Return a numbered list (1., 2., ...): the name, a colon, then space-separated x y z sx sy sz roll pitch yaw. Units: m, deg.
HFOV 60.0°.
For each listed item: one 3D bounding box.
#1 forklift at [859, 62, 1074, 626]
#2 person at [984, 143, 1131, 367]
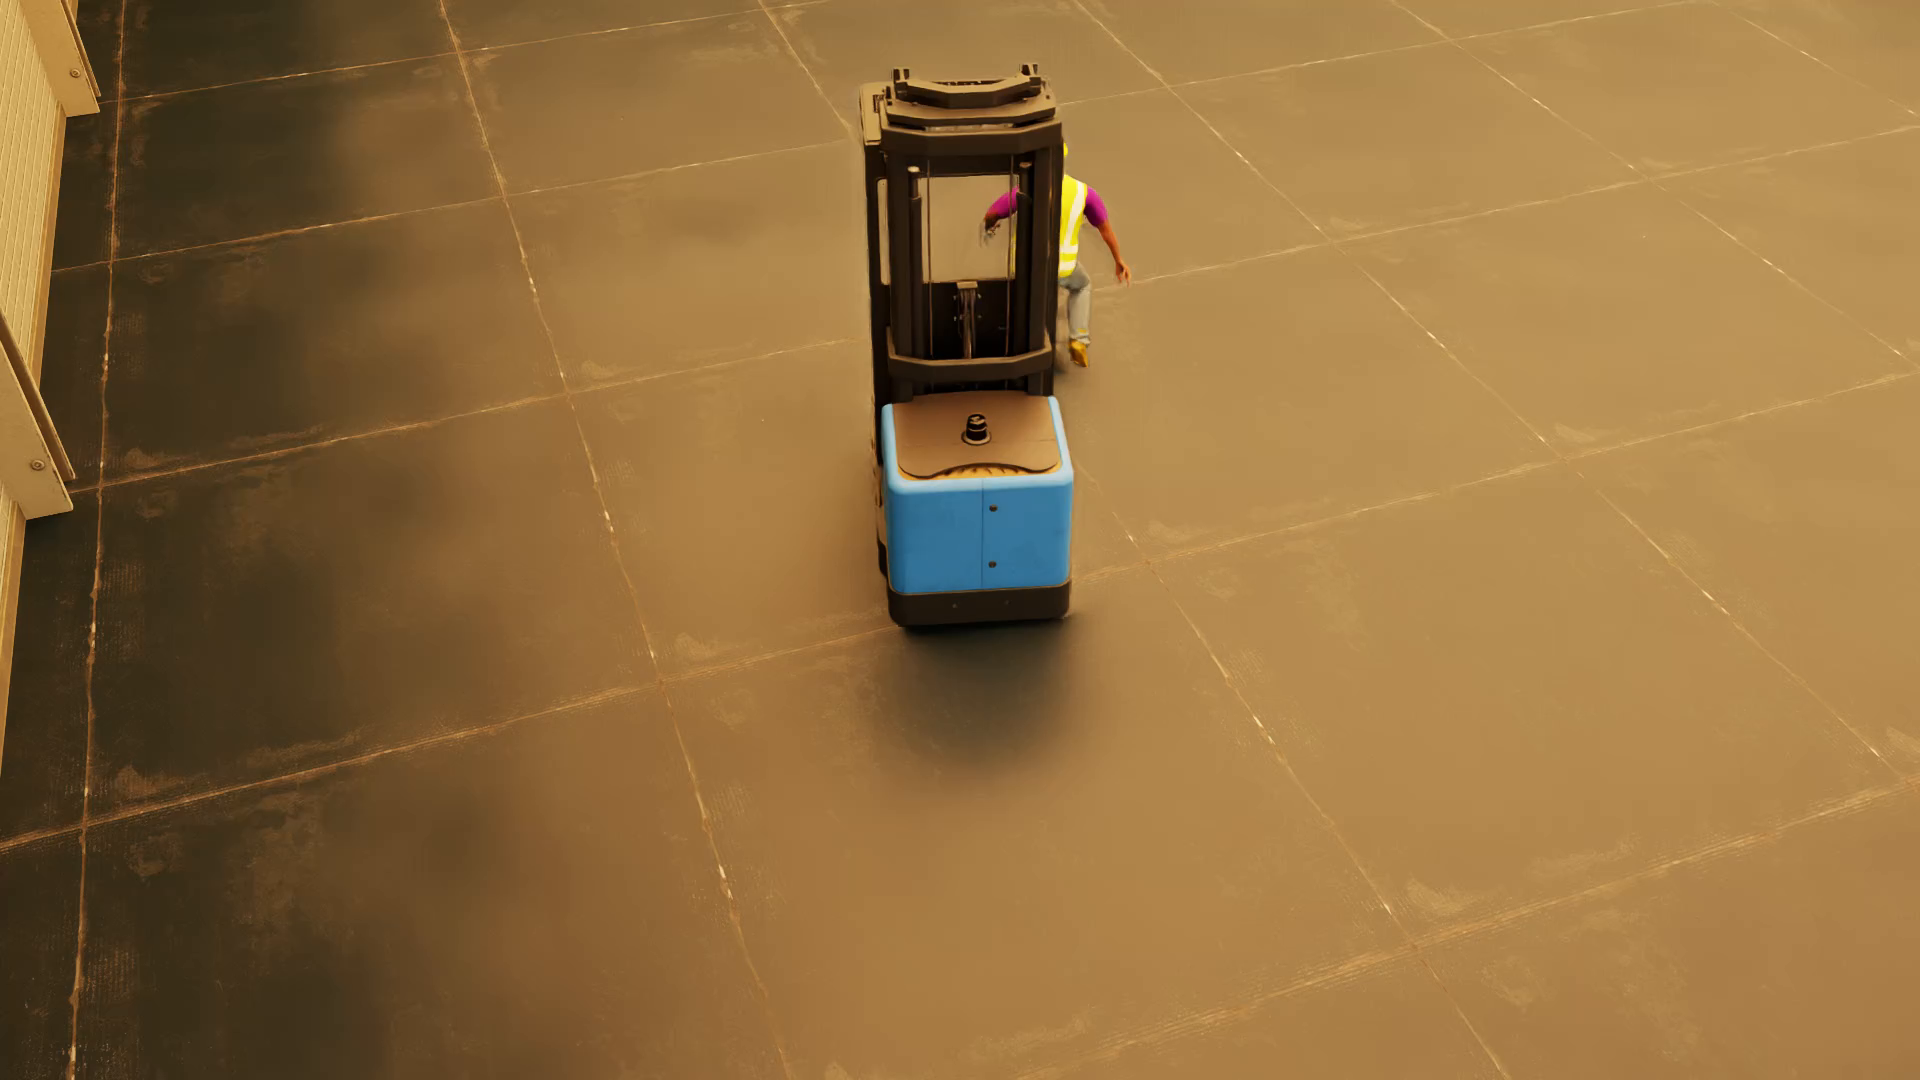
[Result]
1. forklift: 0.002 -1.565 9.860 1.130 2.935 3.031 -3 40 -4
2. person: 0.665 -1.933 11.400 1.049 1.652 0.507 6 40 7
